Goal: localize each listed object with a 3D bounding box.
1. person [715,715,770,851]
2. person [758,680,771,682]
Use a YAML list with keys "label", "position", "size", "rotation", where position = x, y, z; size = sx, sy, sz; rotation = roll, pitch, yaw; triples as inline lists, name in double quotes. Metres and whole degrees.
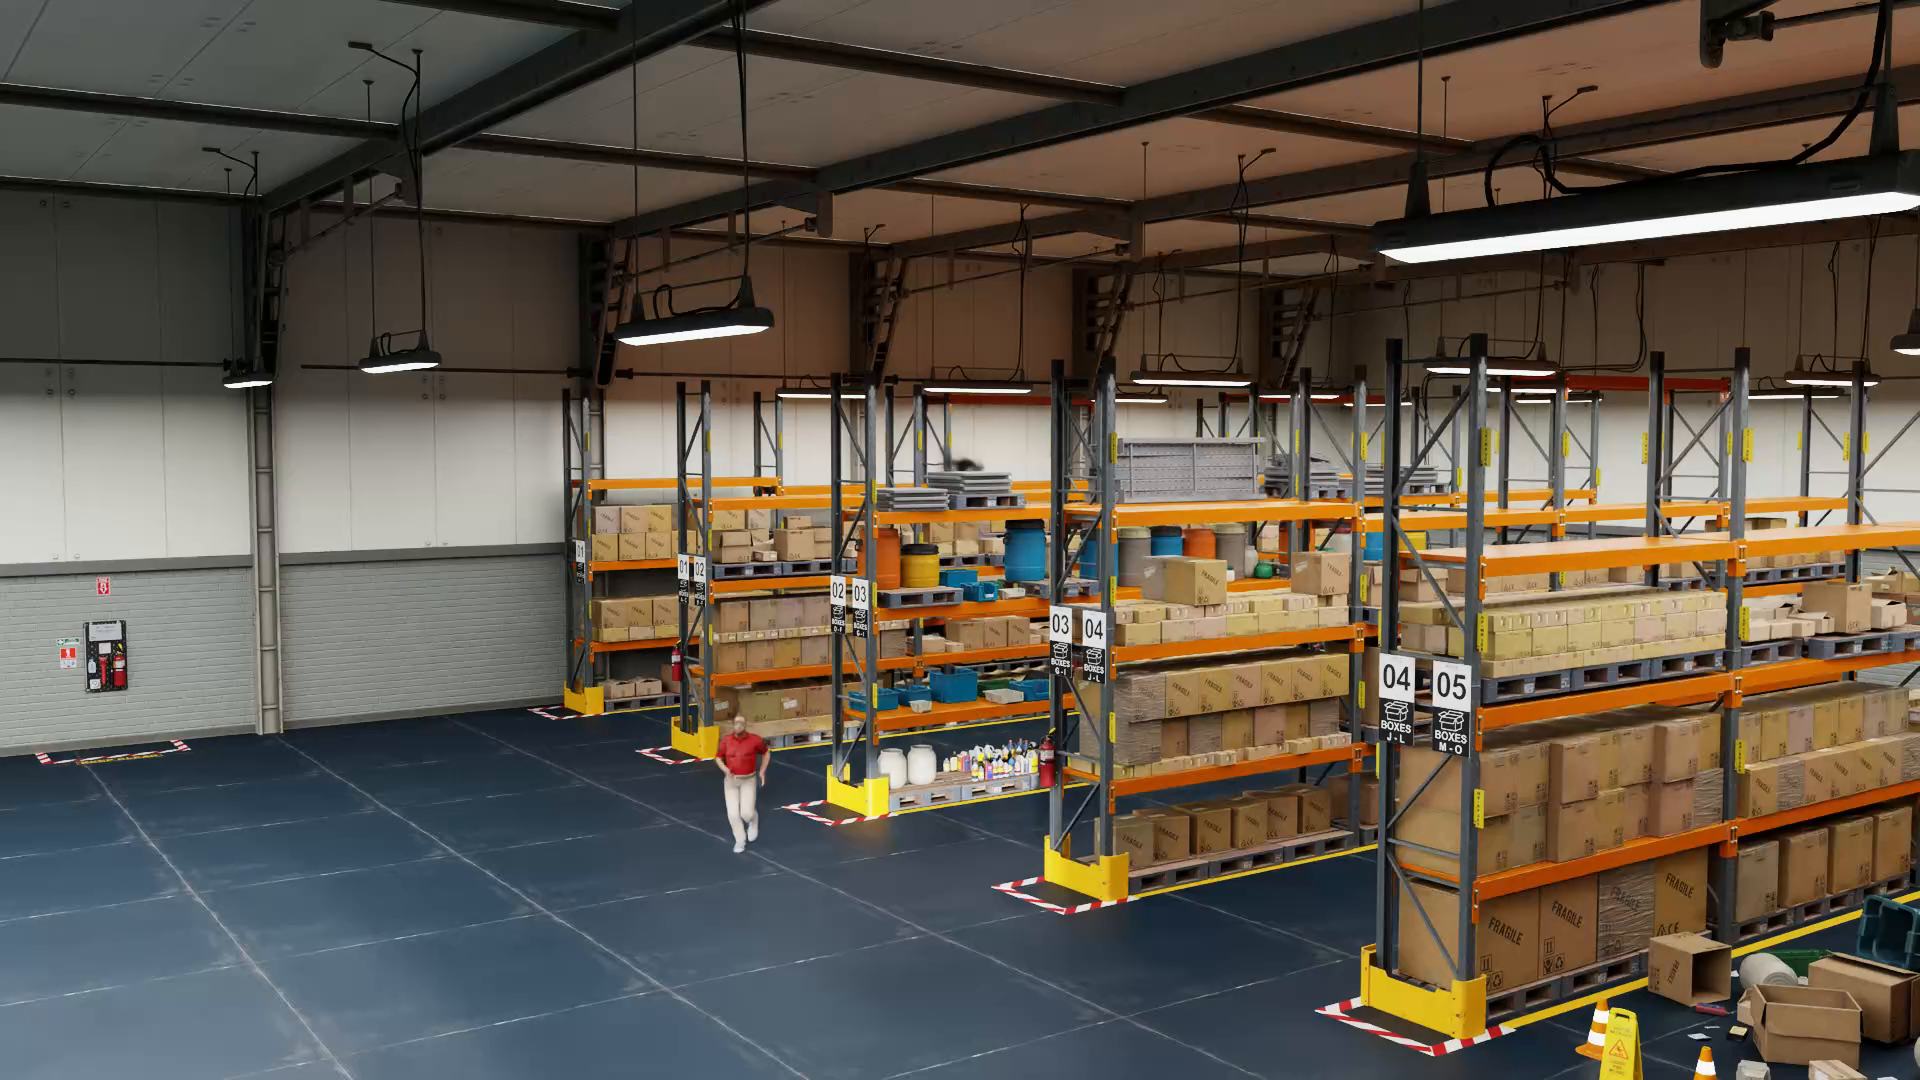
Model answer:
- label: "person"
  position: [-2.707, 3.010, 20.572]
  size: [0.660, 1.680, 0.594]
  rotation: [0, 4, 2]
- label: "person"
  position: [-3.497, 2.414, 29.295]
  size: [0.605, 1.673, 0.560]
  rotation: [-3, 5, -38]
